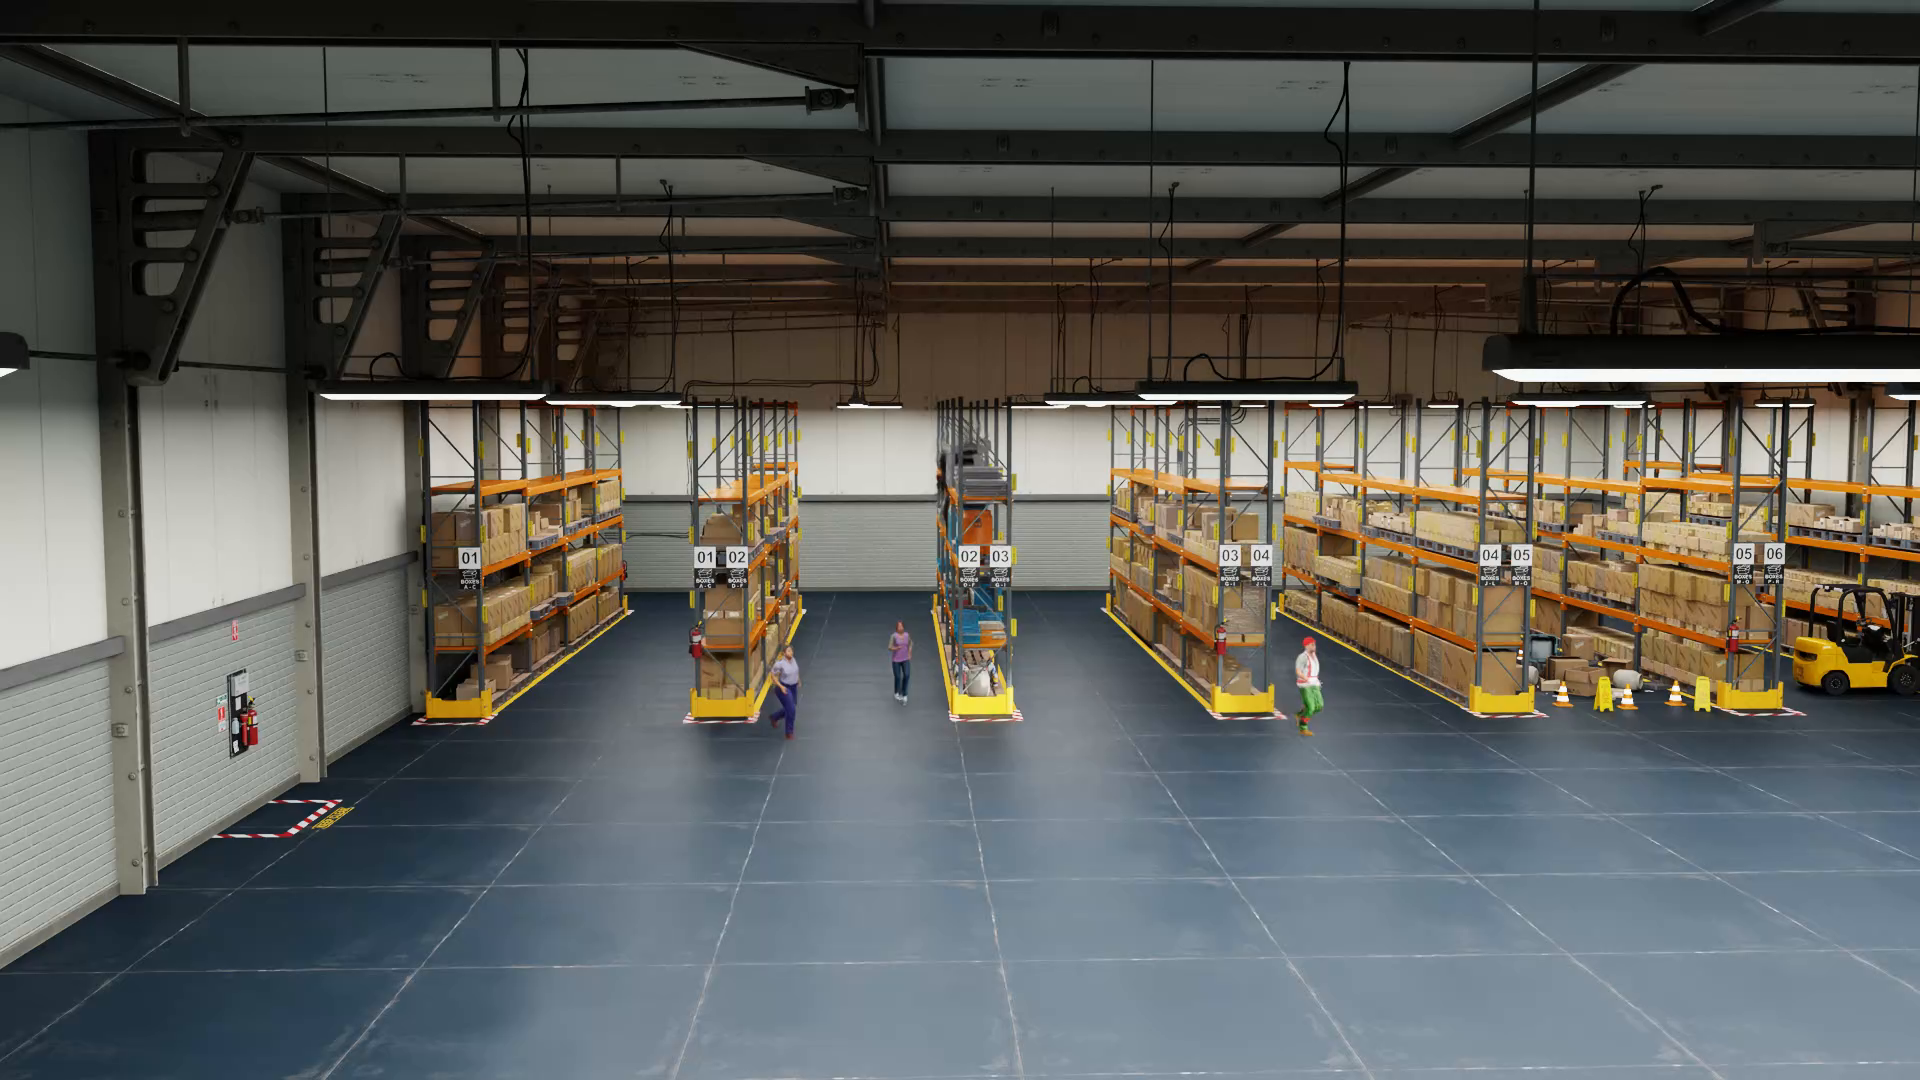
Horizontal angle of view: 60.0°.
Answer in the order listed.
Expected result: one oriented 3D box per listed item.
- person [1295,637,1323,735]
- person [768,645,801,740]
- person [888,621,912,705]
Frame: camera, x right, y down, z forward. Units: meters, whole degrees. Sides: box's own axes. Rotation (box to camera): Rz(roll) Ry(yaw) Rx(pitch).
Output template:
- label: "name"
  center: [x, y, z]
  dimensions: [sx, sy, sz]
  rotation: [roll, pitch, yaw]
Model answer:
- label: "person"
  center: [6.175, 2.579, 29.452]
  dimensions: [0.624, 1.741, 0.681]
  rotation: [4, 6, 41]
- label: "person"
  center: [-3.106, 2.659, 29.266]
  dimensions: [0.746, 1.655, 0.605]
  rotation: [3, 5, 35]
- label: "person"
  center: [-1.157, 2.405, 32.629]
  dimensions: [0.514, 1.639, 0.666]
  rotation: [-1, 4, -10]
